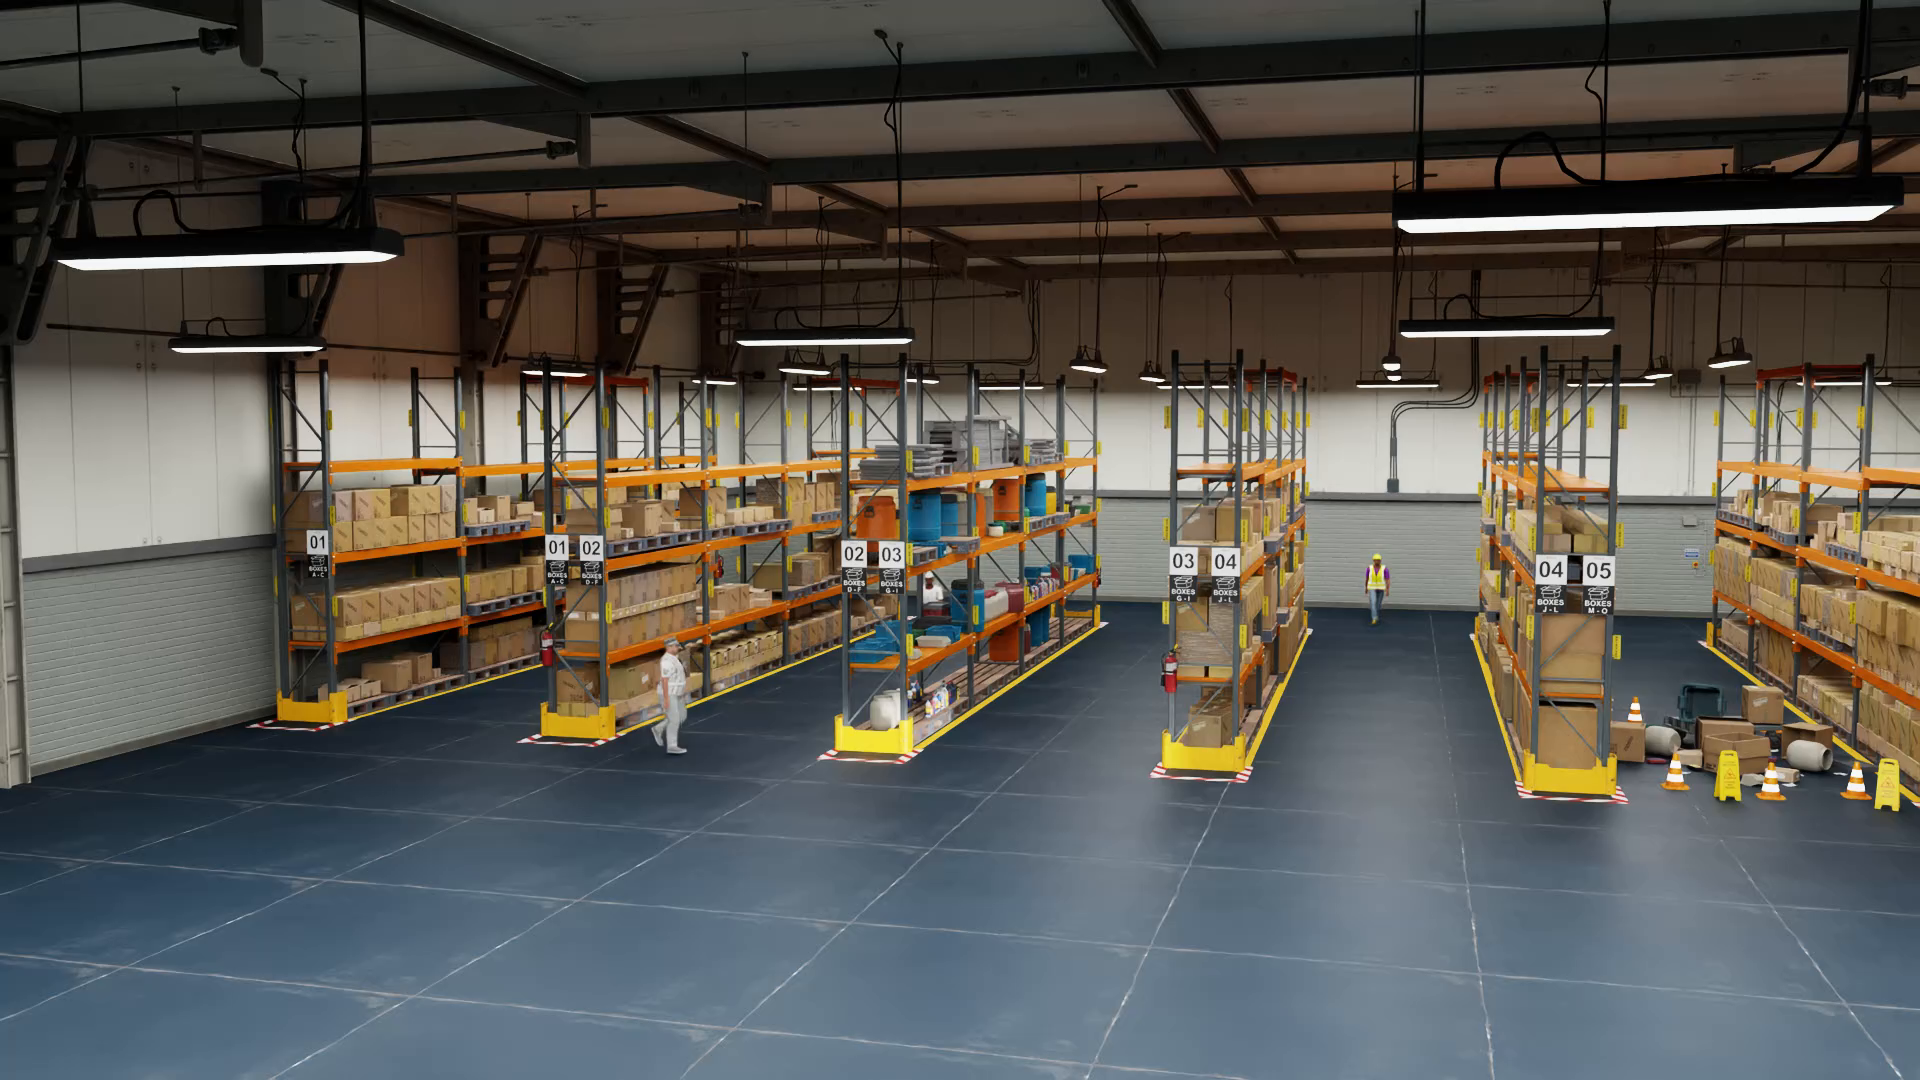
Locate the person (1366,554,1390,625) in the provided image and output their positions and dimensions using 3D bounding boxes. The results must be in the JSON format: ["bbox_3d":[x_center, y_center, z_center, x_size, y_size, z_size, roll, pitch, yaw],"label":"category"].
[{"bbox_3d":[10.281,1.202,40.862,0.544,1.706,1.105,0,4,4],"label":"person"}]

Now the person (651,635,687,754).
[{"bbox_3d":[-4.402,2.309,25.006,0.683,1.756,0.530,1,4,16],"label":"person"}]

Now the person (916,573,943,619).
[{"bbox_3d":[-0.680,1.556,35.726,0.625,1.697,1.092,1,4,10],"label":"person"}]
